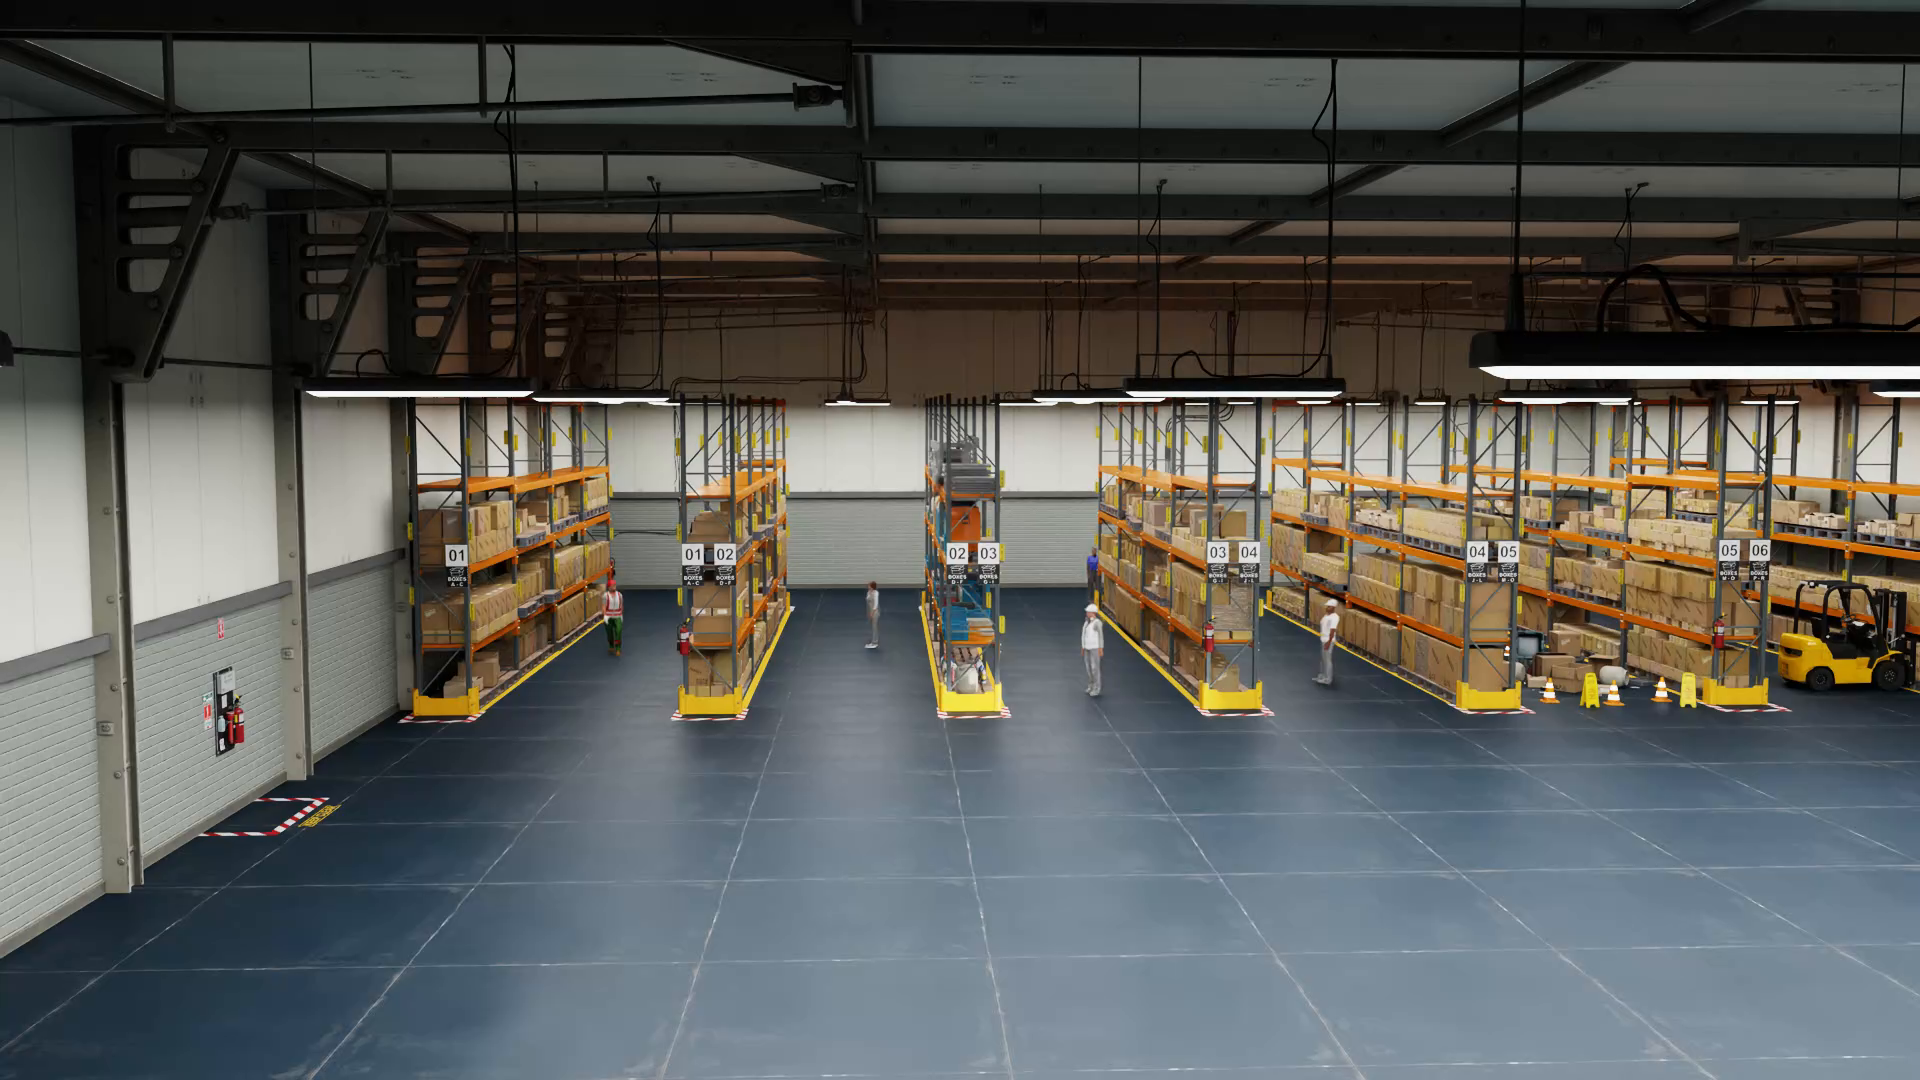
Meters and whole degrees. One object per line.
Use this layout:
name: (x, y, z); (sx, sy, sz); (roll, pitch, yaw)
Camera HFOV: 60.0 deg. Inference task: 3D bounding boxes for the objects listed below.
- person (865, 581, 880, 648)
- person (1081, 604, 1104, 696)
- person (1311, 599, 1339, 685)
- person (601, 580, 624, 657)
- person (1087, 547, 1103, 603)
person: (-2.109, 1.777, 39.781); (0.394, 1.608, 0.428); (-3, 5, -32)
person: (2.626, 2.190, 33.325); (0.455, 1.784, 0.649); (-3, 5, -30)
person: (7.602, 2.110, 34.621); (0.546, 1.768, 0.602); (1, 5, 10)
person: (-8.045, 1.785, 38.486); (0.509, 1.730, 1.044); (-1, 5, -11)
person: (3.969, 1.048, 48.838); (0.473, 1.675, 0.563); (-2, 5, -19)
